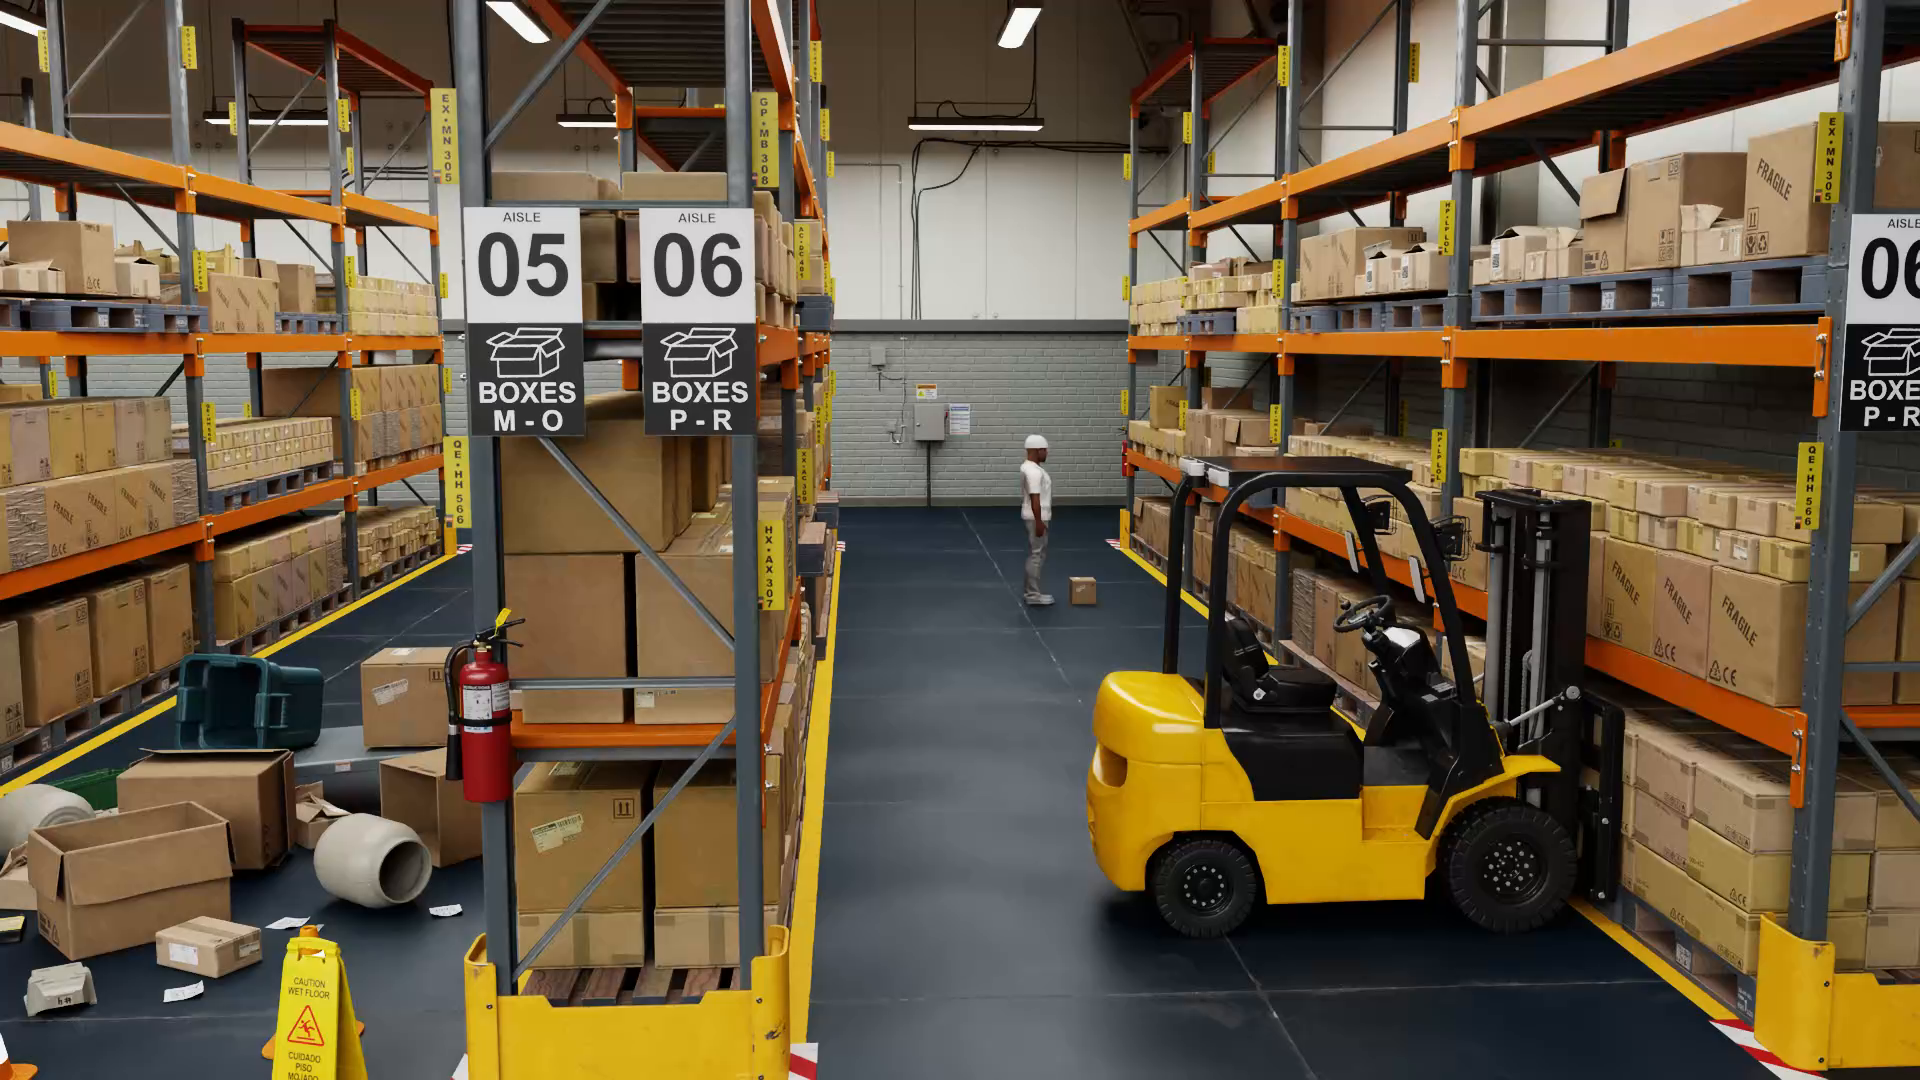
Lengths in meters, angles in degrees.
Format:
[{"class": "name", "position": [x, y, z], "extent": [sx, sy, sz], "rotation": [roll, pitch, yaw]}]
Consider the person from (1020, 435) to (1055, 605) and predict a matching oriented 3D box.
[{"class": "person", "position": [0.807, -0.216, 17.439], "extent": [0.367, 1.766, 0.562], "rotation": [0, 7, -2]}]
